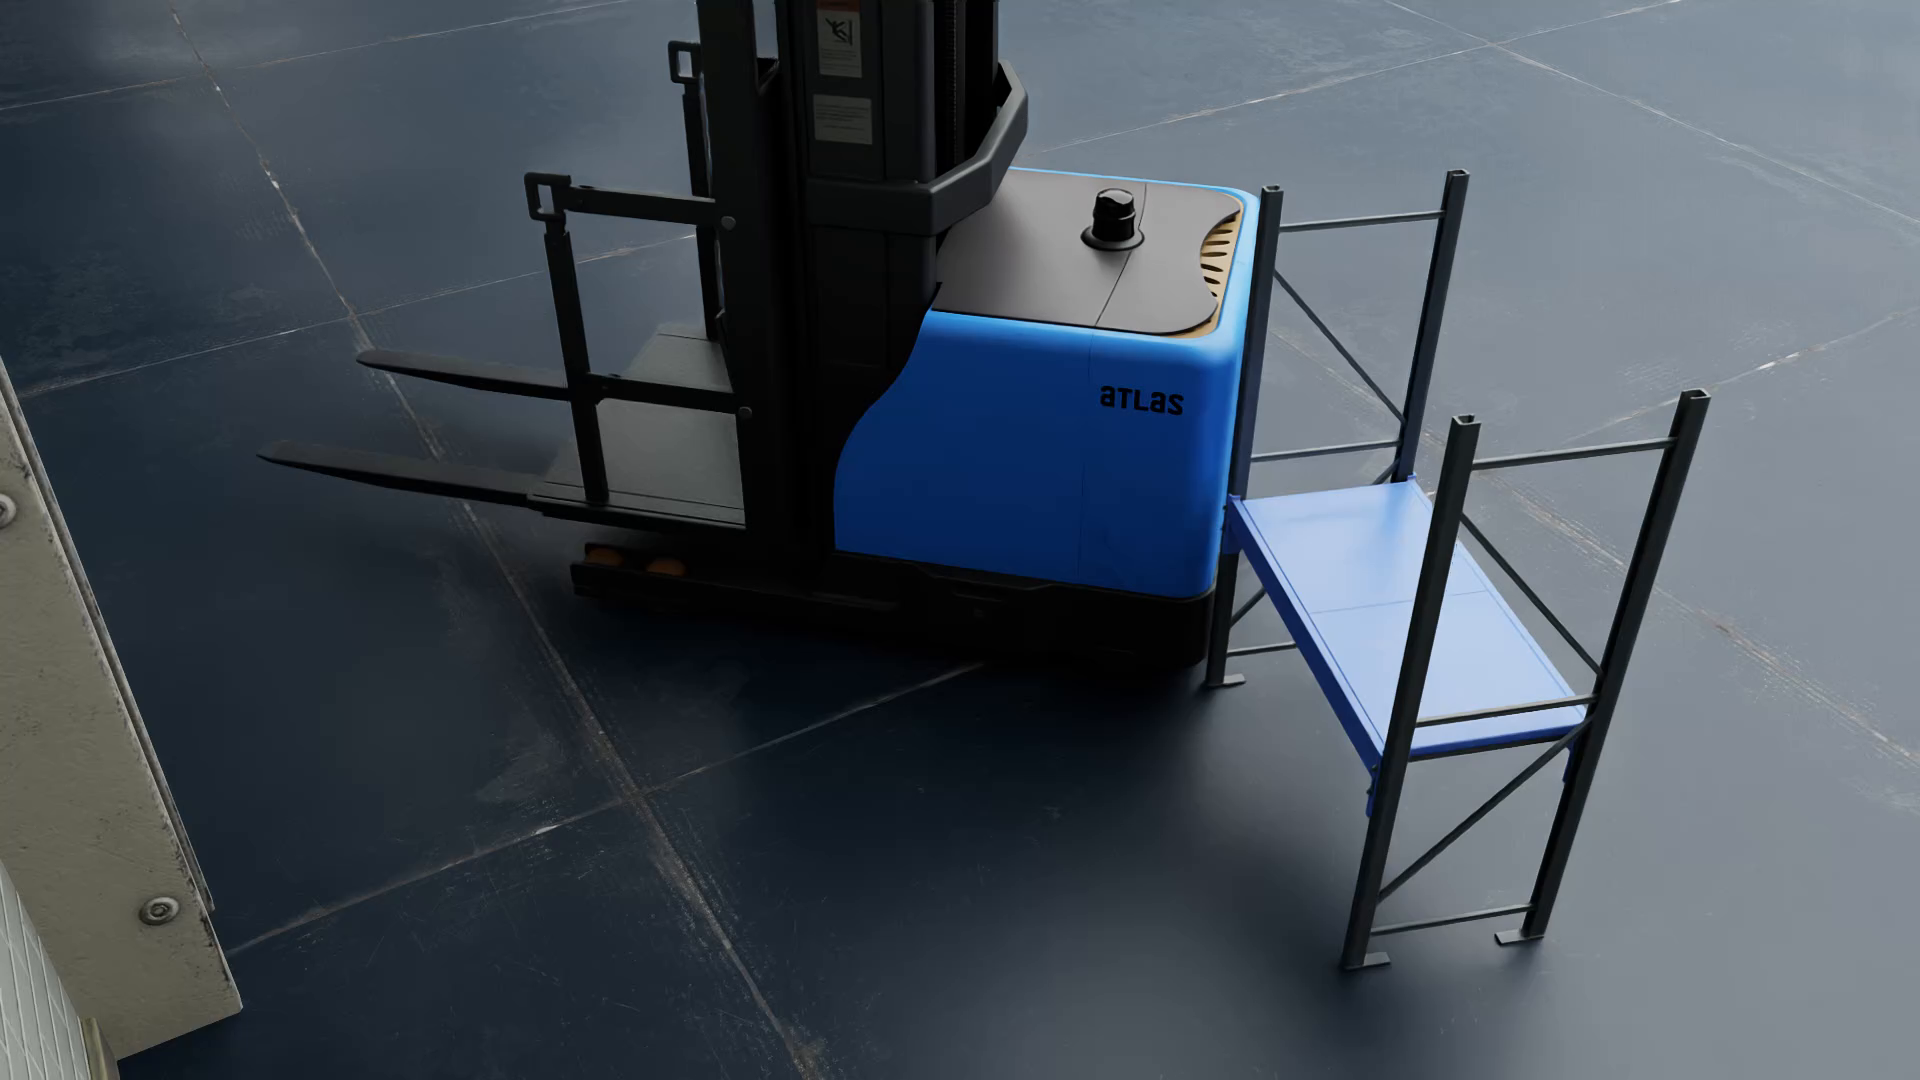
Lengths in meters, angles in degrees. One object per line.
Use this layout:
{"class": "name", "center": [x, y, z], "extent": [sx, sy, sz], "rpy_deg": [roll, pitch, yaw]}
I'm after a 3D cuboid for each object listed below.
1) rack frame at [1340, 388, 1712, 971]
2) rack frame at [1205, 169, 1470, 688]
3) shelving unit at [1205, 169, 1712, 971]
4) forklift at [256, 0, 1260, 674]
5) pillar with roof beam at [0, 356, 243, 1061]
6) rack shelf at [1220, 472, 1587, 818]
{"class": "rack frame", "center": [1.140, 0.361, 3.484], "extent": [0.500, 1.500, 0.032], "rpy_deg": [-7, 37, -9]}
{"class": "rack frame", "center": [0.941, -0.227, 4.289], "extent": [0.500, 1.500, 0.032], "rpy_deg": [-7, 37, -9]}
{"class": "shelving unit", "center": [1.041, 0.067, 3.887], "extent": [0.538, 1.500, 1.048], "rpy_deg": [-7, 37, -9]}
{"class": "forklift", "center": [-0.674, -1.260, 4.490], "extent": [3.031, 2.935, 1.130], "rpy_deg": [8, 37, 11]}
{"class": "pillar with roof beam", "center": [1.858, -3.895, 2.953], "extent": [9.100, 9.000, 0.400], "rpy_deg": [-19, 40, -24]}
{"class": "rack shelf", "center": [1.041, 0.212, 3.993], "extent": [0.538, 0.185, 1.000], "rpy_deg": [-7, 37, -9]}
